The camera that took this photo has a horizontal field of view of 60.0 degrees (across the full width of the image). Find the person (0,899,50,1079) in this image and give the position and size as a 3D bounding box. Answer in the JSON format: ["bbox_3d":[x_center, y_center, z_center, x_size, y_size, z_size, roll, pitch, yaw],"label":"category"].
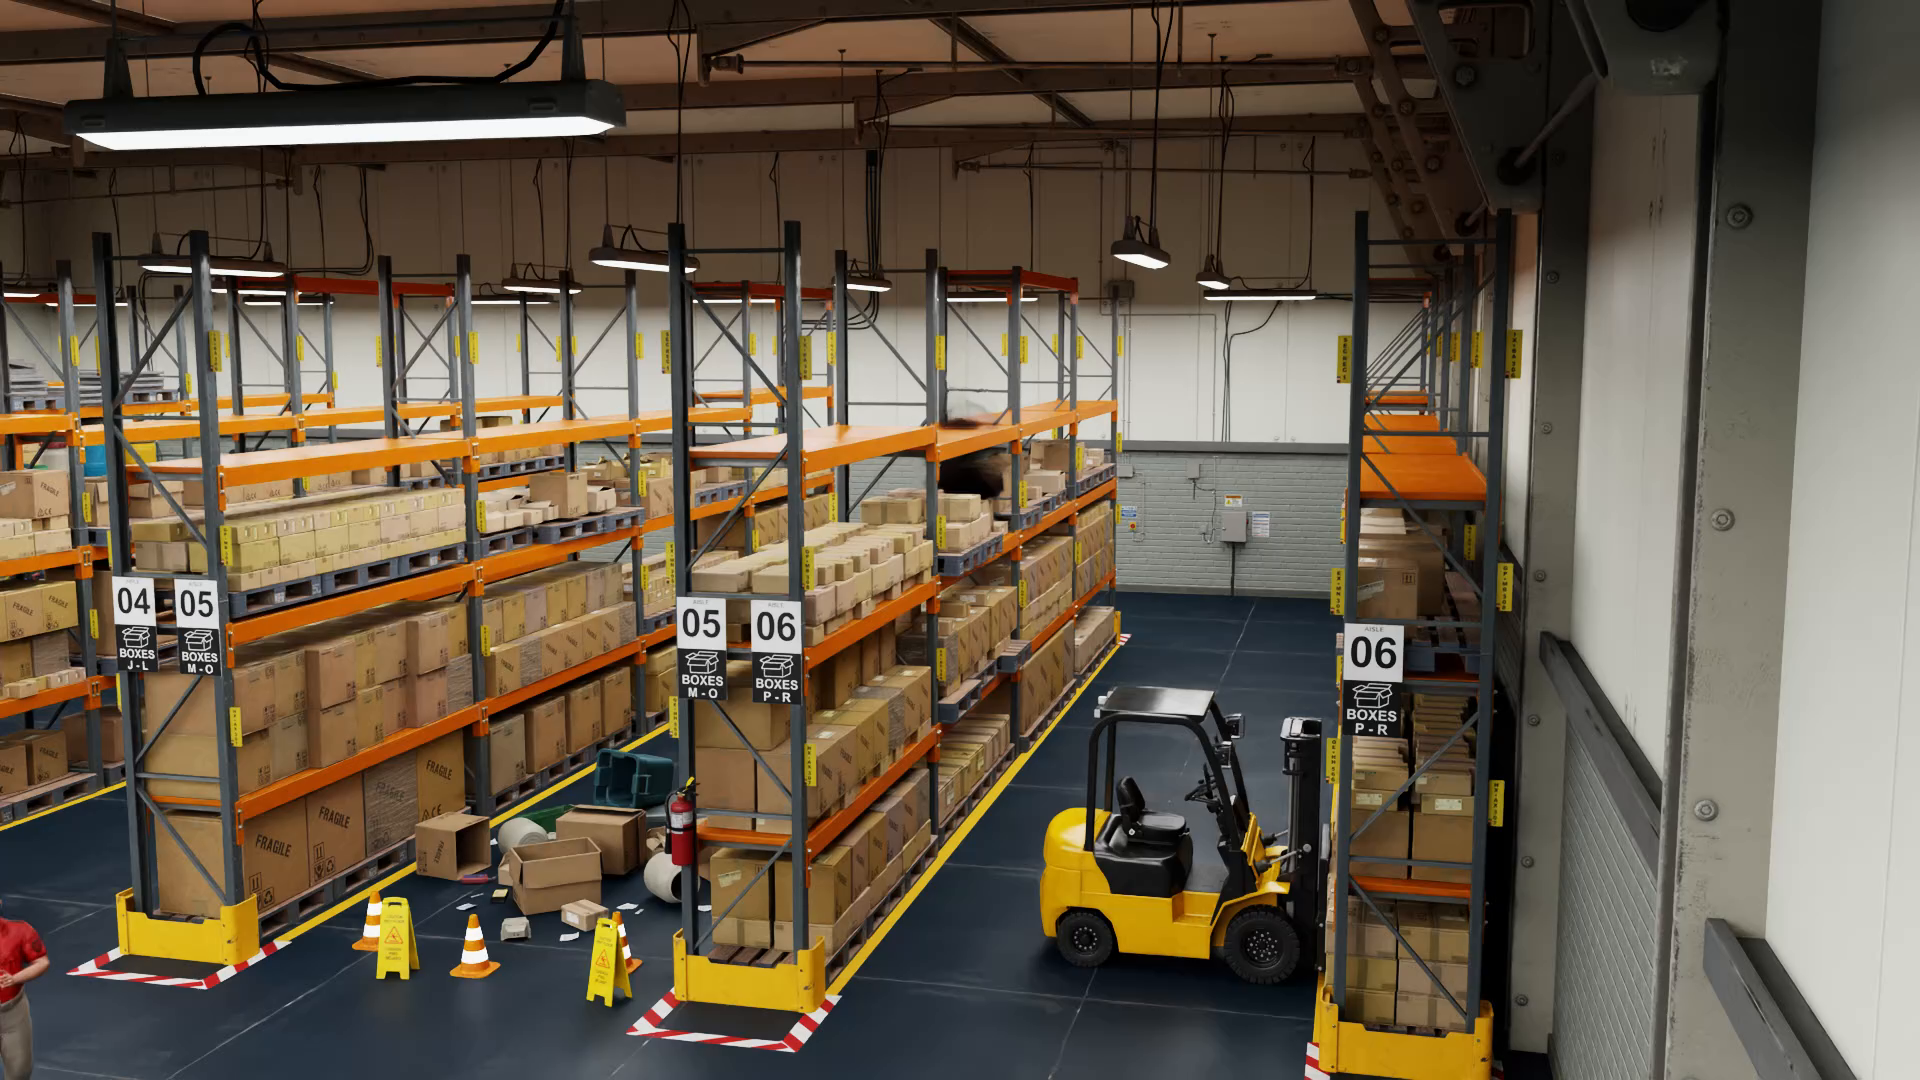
[{"bbox_3d":[-6.122,3.020,10.527,0.667,1.707,0.987,-4,8,-30],"label":"person"}]
